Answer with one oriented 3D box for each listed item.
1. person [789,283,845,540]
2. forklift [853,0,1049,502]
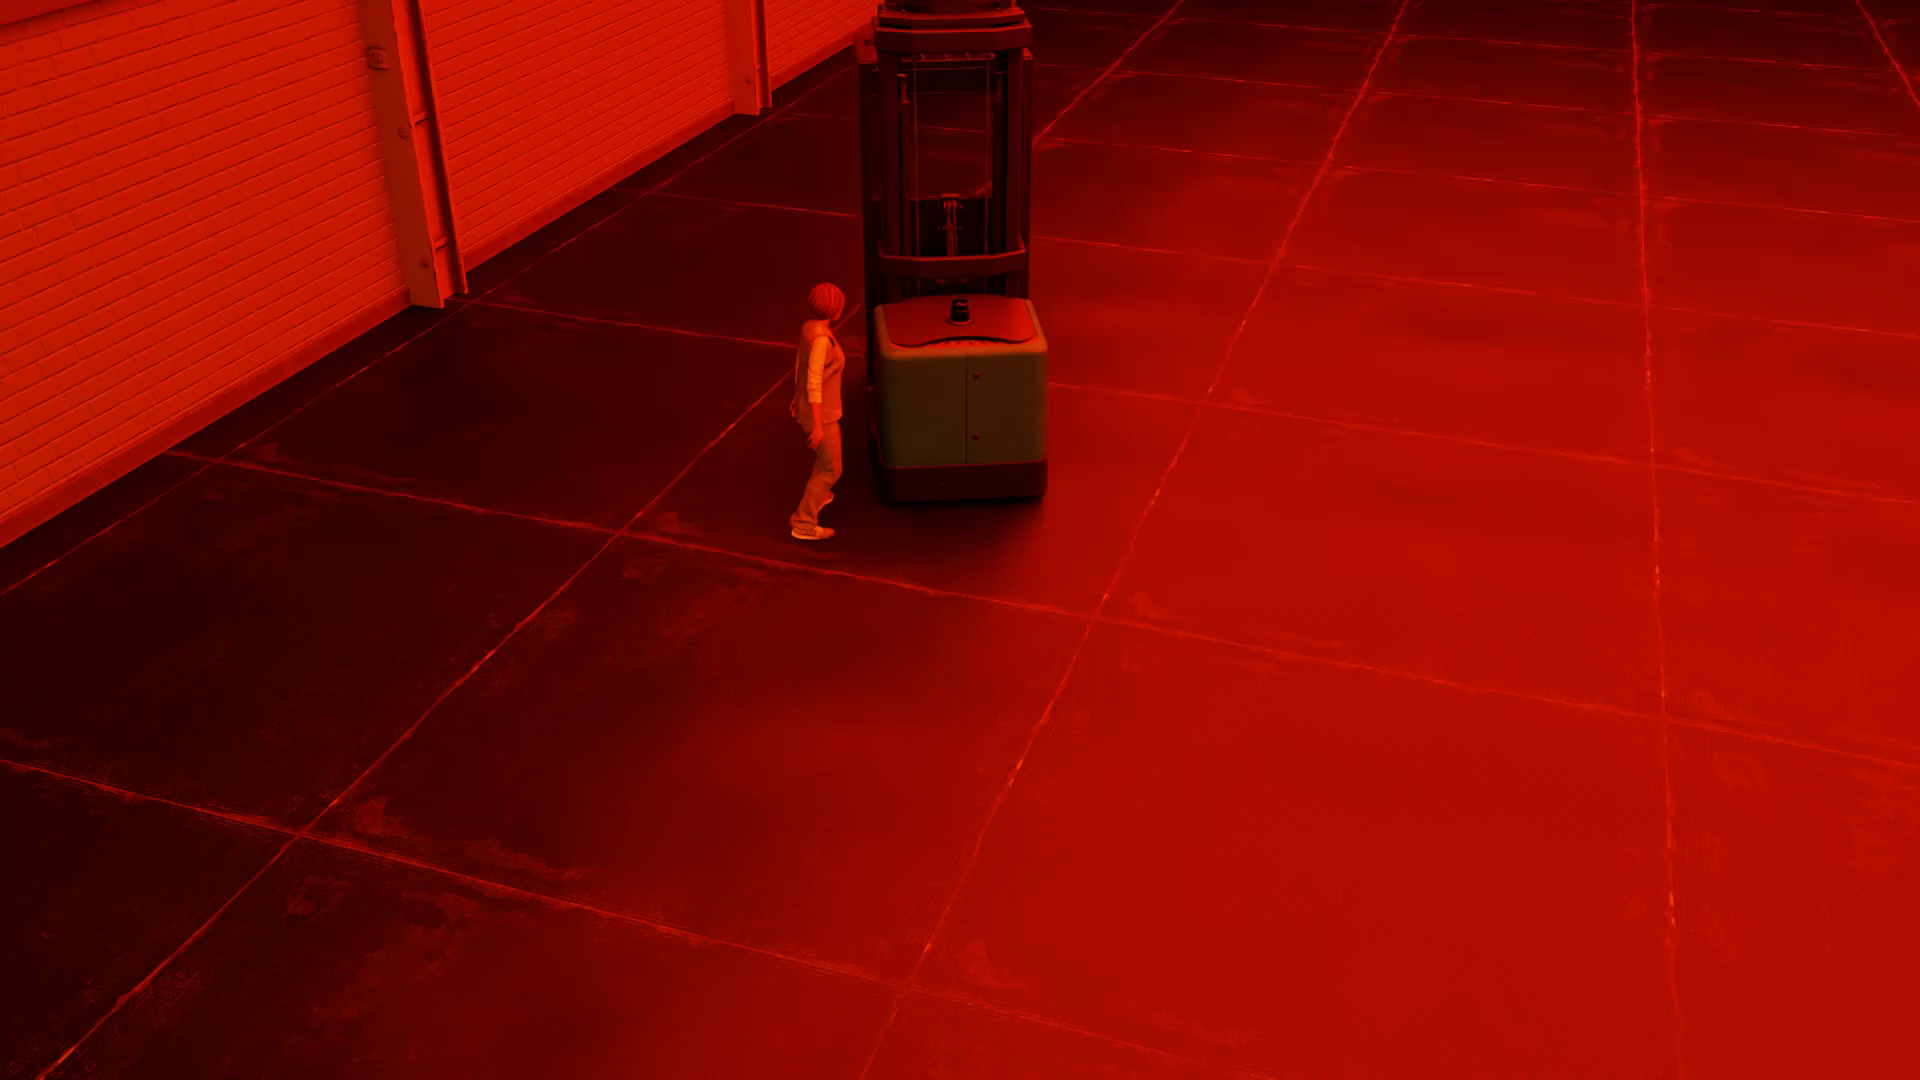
[{"bbox_3d":[-0.856,-0.755,9.881,0.405,1.569,0.742,-5,30,-9],"label":"person"},{"bbox_3d":[-0.114,-2.212,11.017,1.130,2.935,3.031,-3,30,-5],"label":"forklift"}]
